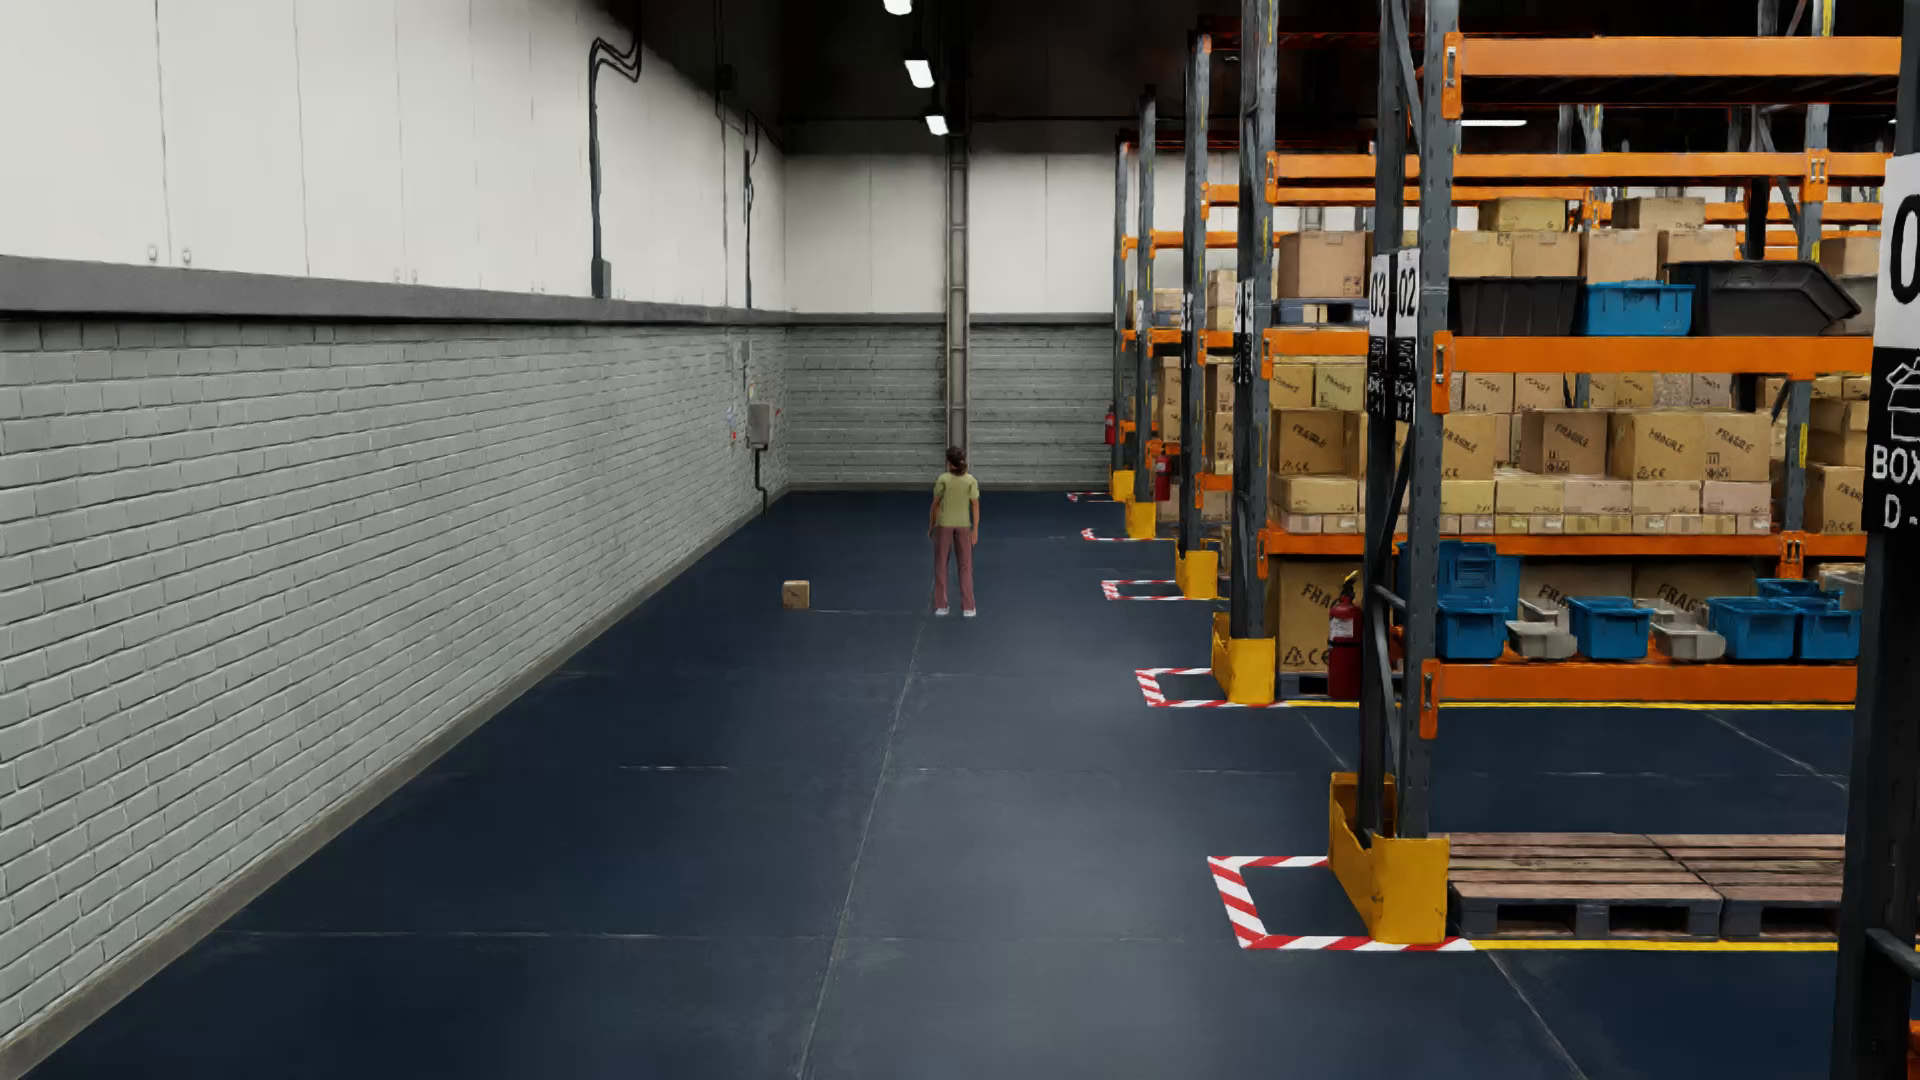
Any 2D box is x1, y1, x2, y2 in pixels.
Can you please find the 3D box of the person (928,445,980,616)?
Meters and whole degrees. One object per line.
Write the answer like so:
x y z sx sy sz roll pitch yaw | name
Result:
-0.060 0.034 16.315 0.494 1.431 0.345 -1 7 -8 | person
